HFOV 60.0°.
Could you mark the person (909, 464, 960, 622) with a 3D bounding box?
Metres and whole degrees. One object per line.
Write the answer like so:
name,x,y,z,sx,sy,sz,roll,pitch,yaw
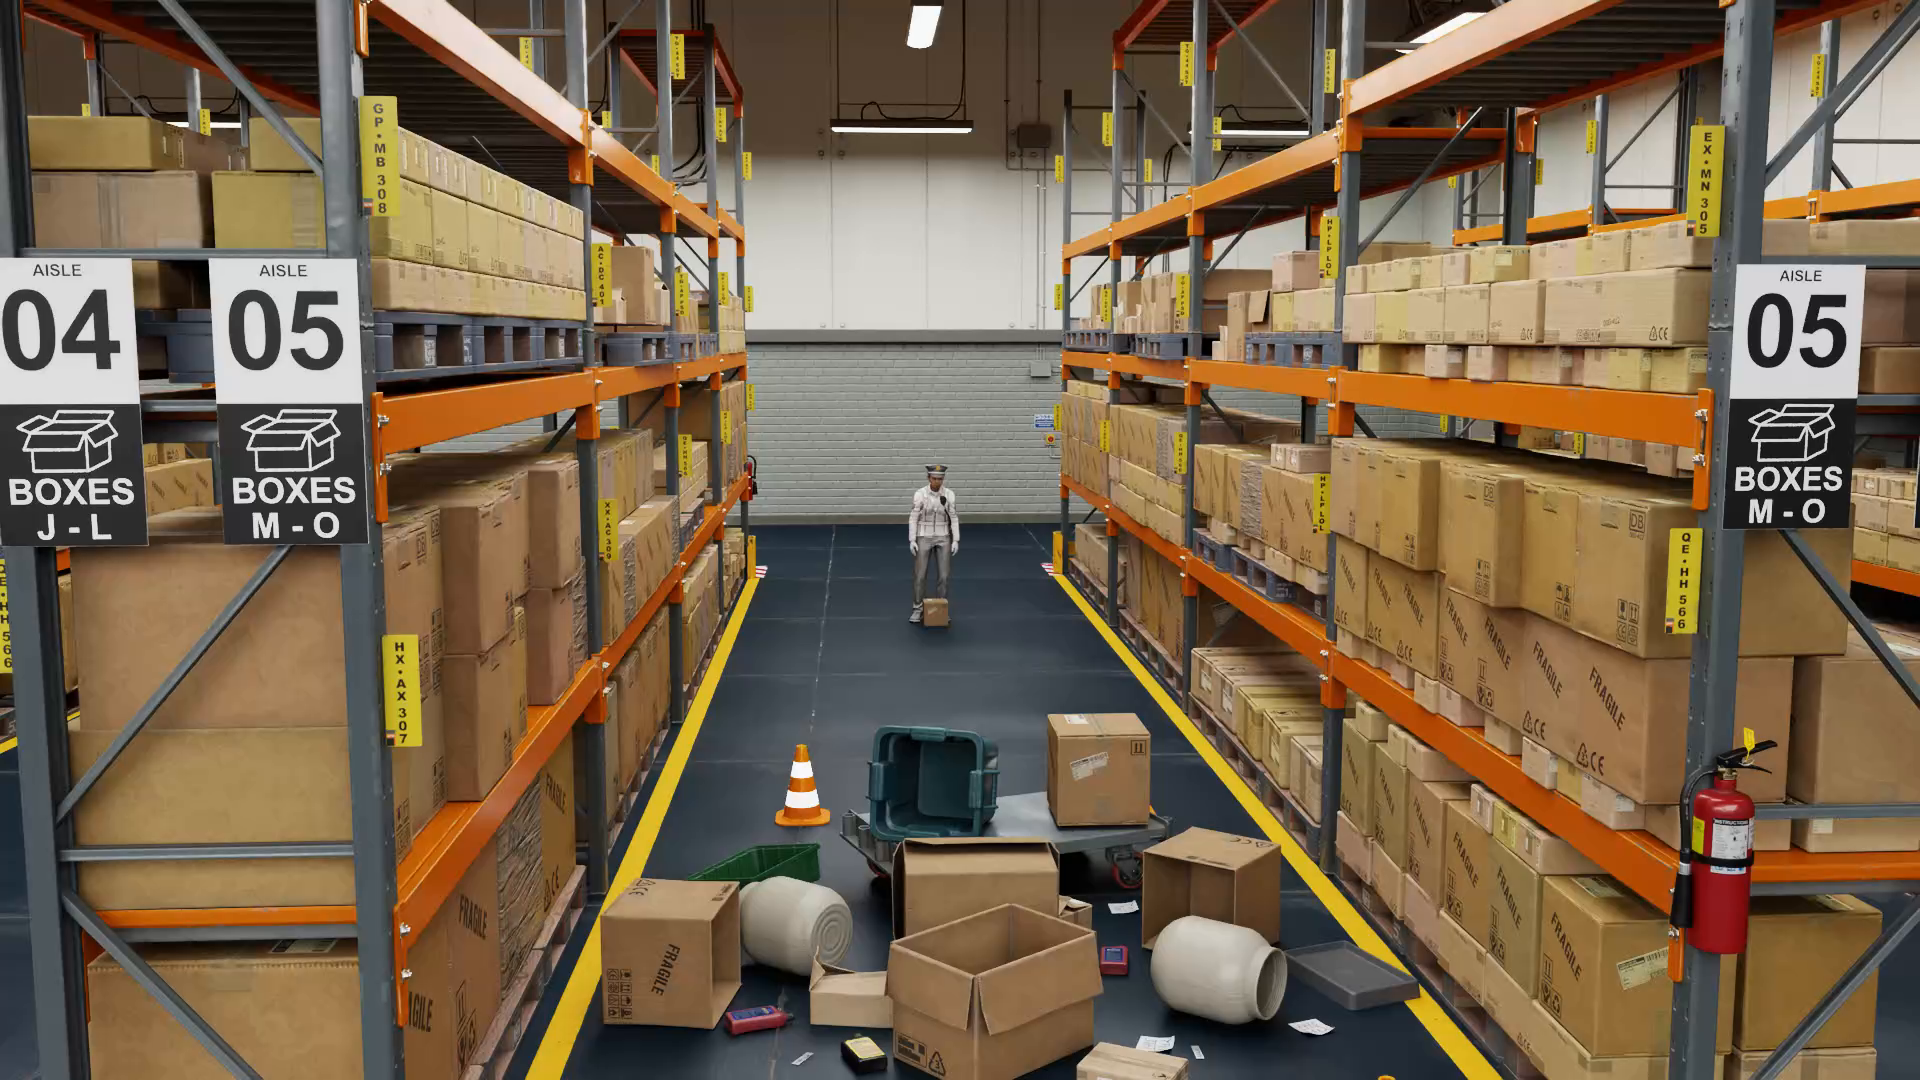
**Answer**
person,-0.273,0.024,17.524,0.545,1.666,0.369,-1,7,-6
